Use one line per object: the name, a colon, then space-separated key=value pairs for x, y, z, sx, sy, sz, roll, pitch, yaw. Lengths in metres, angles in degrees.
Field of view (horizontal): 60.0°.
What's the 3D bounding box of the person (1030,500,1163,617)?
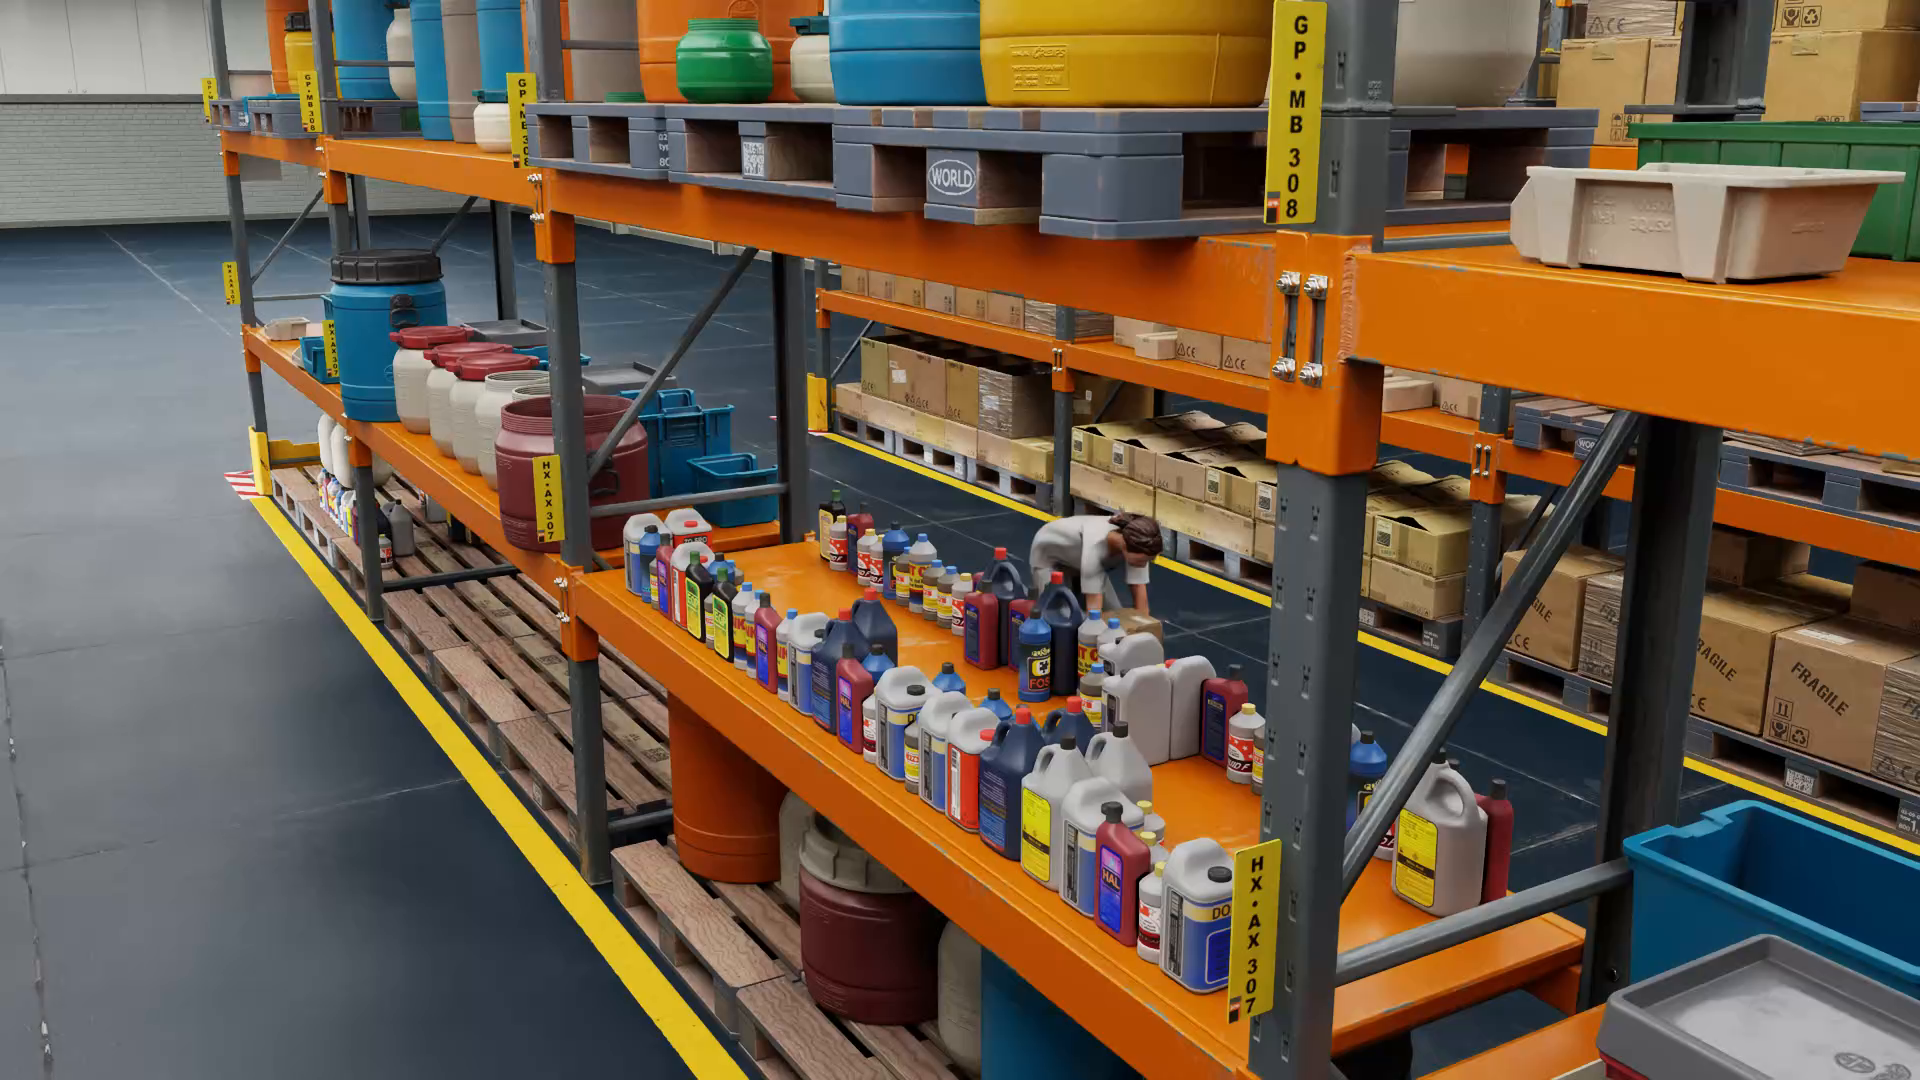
person: x=0.679 y=0.355 z=8.138 sx=0.438 sy=1.188 sz=0.844 roll=-10 pitch=18 yaw=-32
